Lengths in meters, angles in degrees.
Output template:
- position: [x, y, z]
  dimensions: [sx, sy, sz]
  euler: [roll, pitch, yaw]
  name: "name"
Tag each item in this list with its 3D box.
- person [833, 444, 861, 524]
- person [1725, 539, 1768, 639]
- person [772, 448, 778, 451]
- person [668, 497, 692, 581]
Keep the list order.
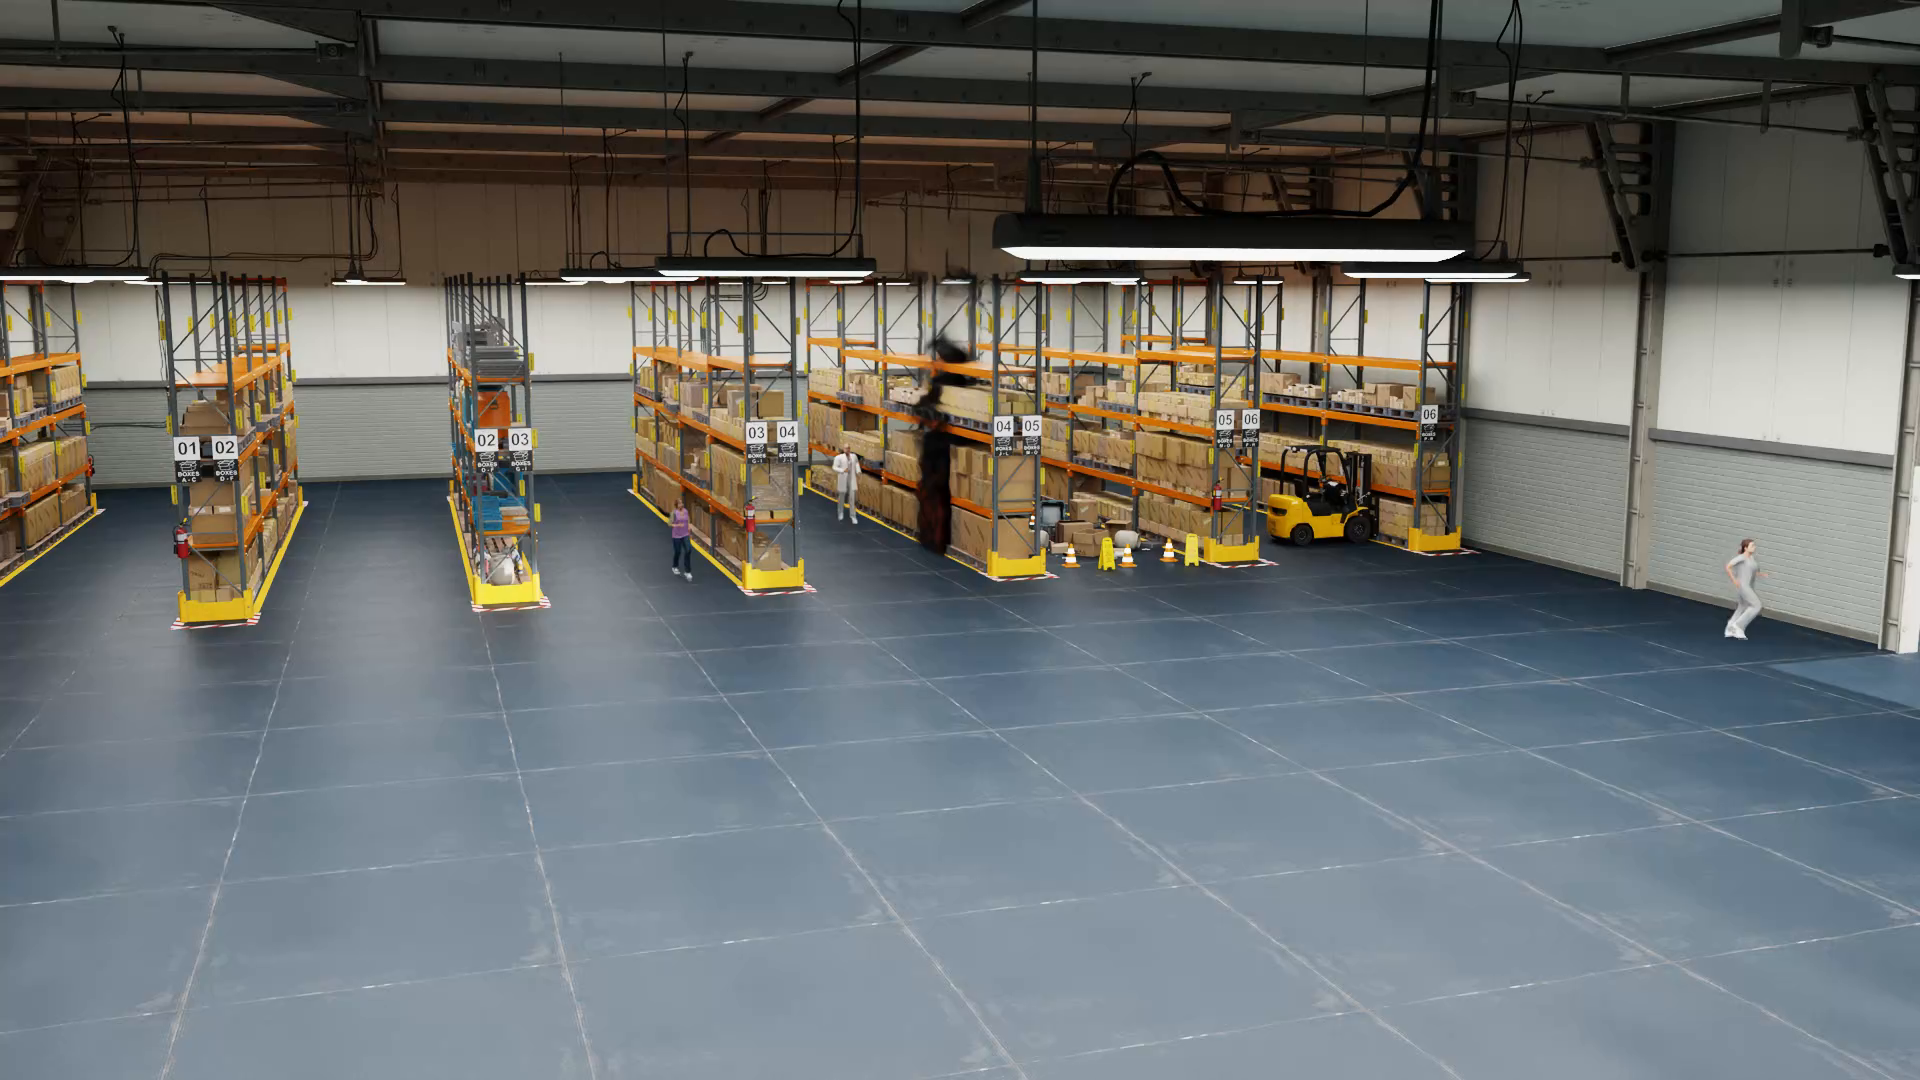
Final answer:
- position: [-2.658, -1.344, 39.131]
  dimensions: [0.736, 1.859, 0.840]
  euler: [-4, 9, -22]
  name: "person"
- position: [12.894, 0.798, 27.239]
  dimensions: [0.552, 1.639, 0.613]
  euler: [-9, 12, -44]
  name: "person"
- position: [-5.367, -2.392, 48.582]
  dimensions: [0.610, 1.596, 0.526]
  euler: [6, 11, 35]
  name: "person"
- position: [-5.559, -0.036, 33.013]
  dimensions: [0.522, 1.645, 0.751]
  euler: [-5, 10, -28]
  name: "person"
